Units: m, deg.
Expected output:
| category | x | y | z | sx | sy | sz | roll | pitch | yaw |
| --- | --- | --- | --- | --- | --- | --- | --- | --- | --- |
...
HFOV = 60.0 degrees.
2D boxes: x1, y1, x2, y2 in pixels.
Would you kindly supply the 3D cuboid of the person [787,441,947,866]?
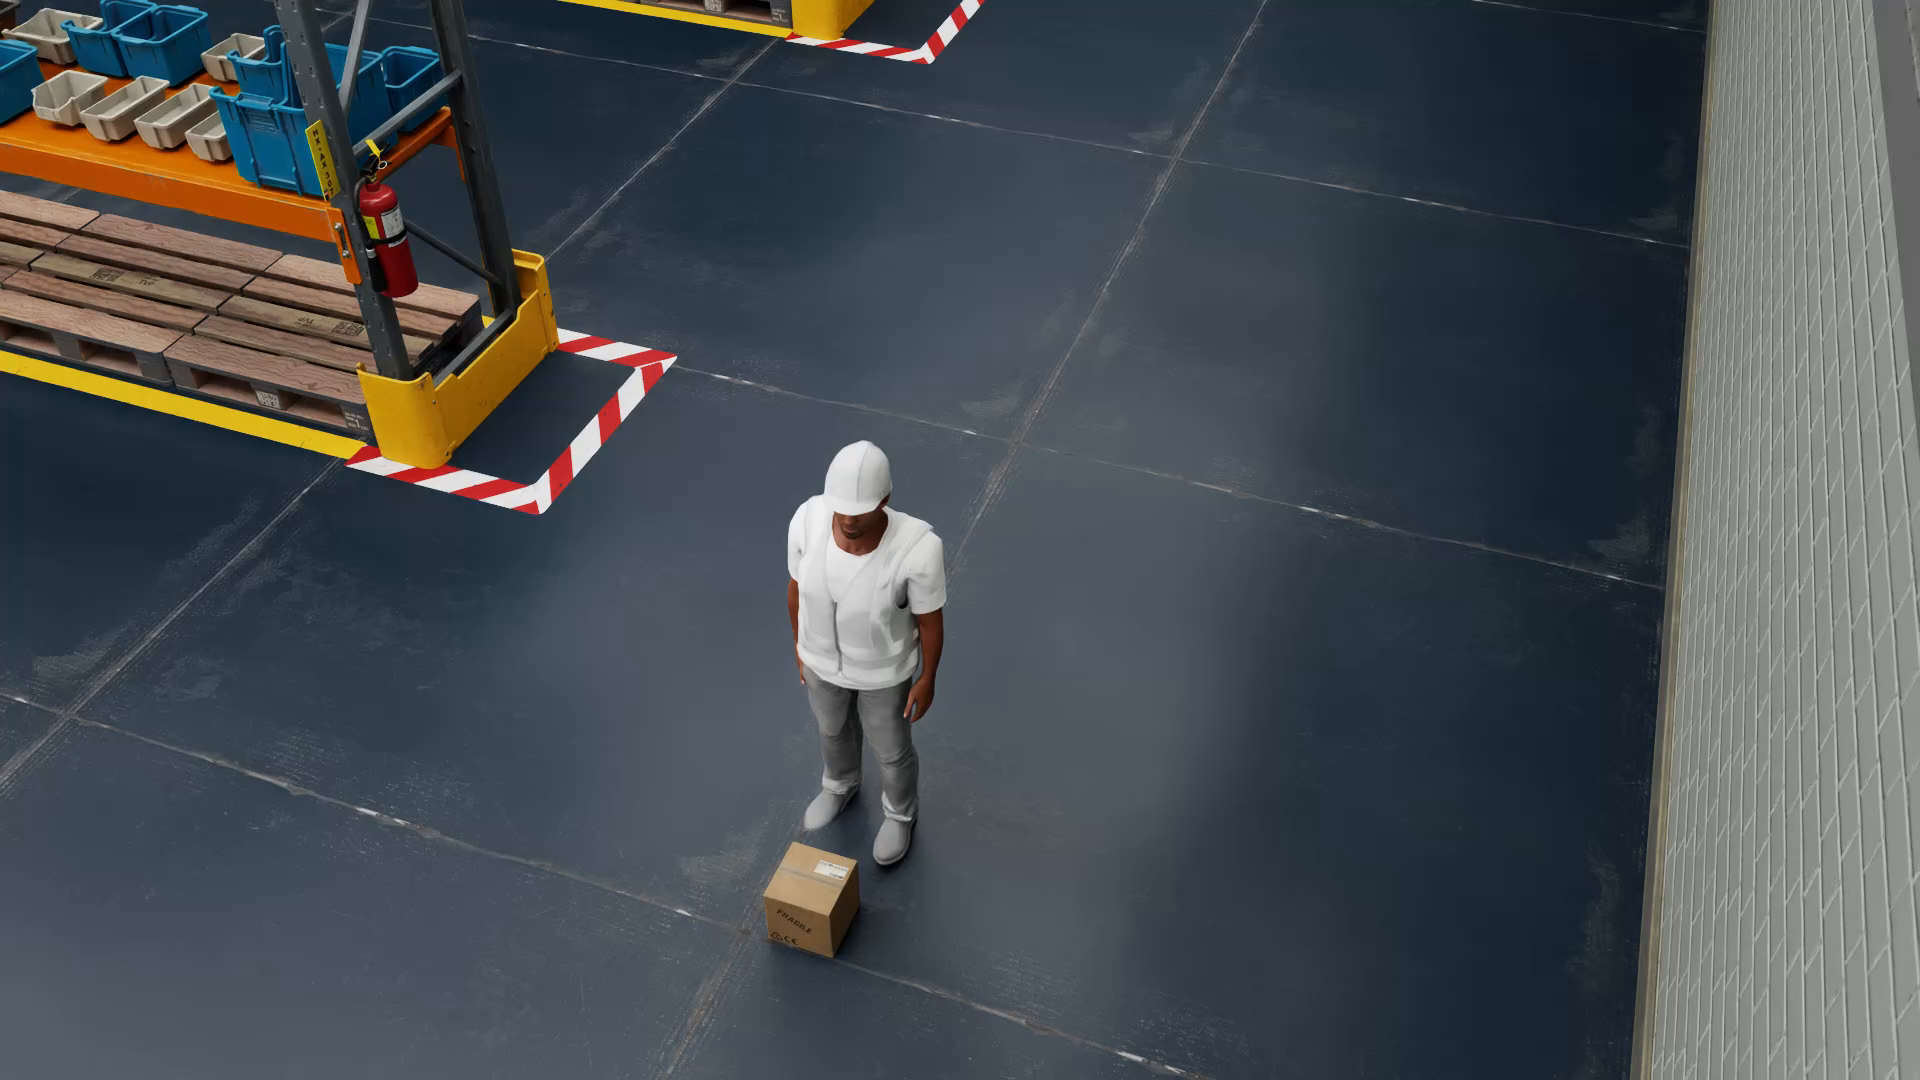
| category | x | y | z | sx | sy | sz | roll | pitch | yaw |
| --- | --- | --- | --- | --- | --- | --- | --- | --- | --- |
| person | -0.329 | 0.417 | 5.690 | 0.566 | 1.796 | 0.368 | 14 | 43 | 16 |
